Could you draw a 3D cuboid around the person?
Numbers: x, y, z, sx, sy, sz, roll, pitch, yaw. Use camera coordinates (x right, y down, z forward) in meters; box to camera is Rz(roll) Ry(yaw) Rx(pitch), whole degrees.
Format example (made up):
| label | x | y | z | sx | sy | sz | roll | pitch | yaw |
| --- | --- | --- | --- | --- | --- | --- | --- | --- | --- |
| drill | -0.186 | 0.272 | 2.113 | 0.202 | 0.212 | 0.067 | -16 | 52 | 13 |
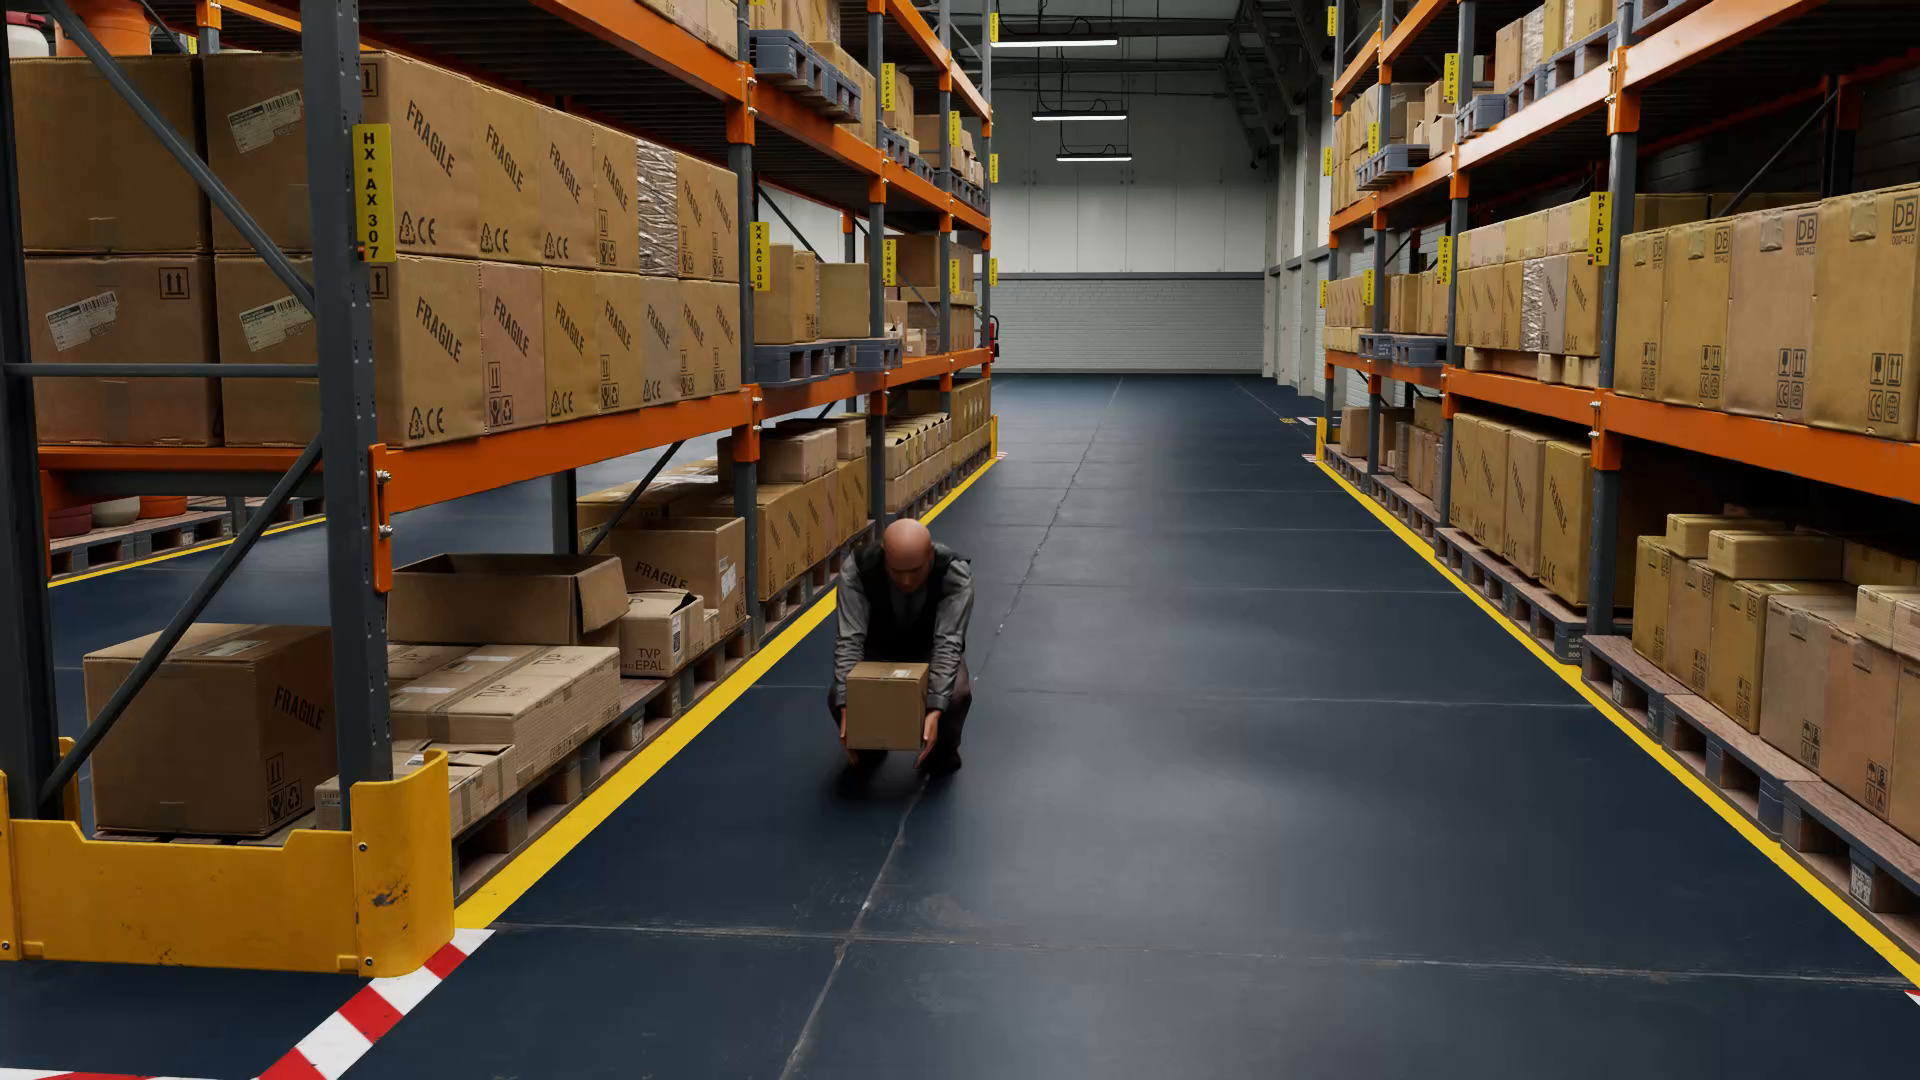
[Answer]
| label | x | y | z | sx | sy | sz | roll | pitch | yaw |
| --- | --- | --- | --- | --- | --- | --- | --- | --- | --- |
| person | -0.205 | 0.375 | 5.997 | 0.524 | 0.965 | 0.881 | 1 | 8 | 5 |
